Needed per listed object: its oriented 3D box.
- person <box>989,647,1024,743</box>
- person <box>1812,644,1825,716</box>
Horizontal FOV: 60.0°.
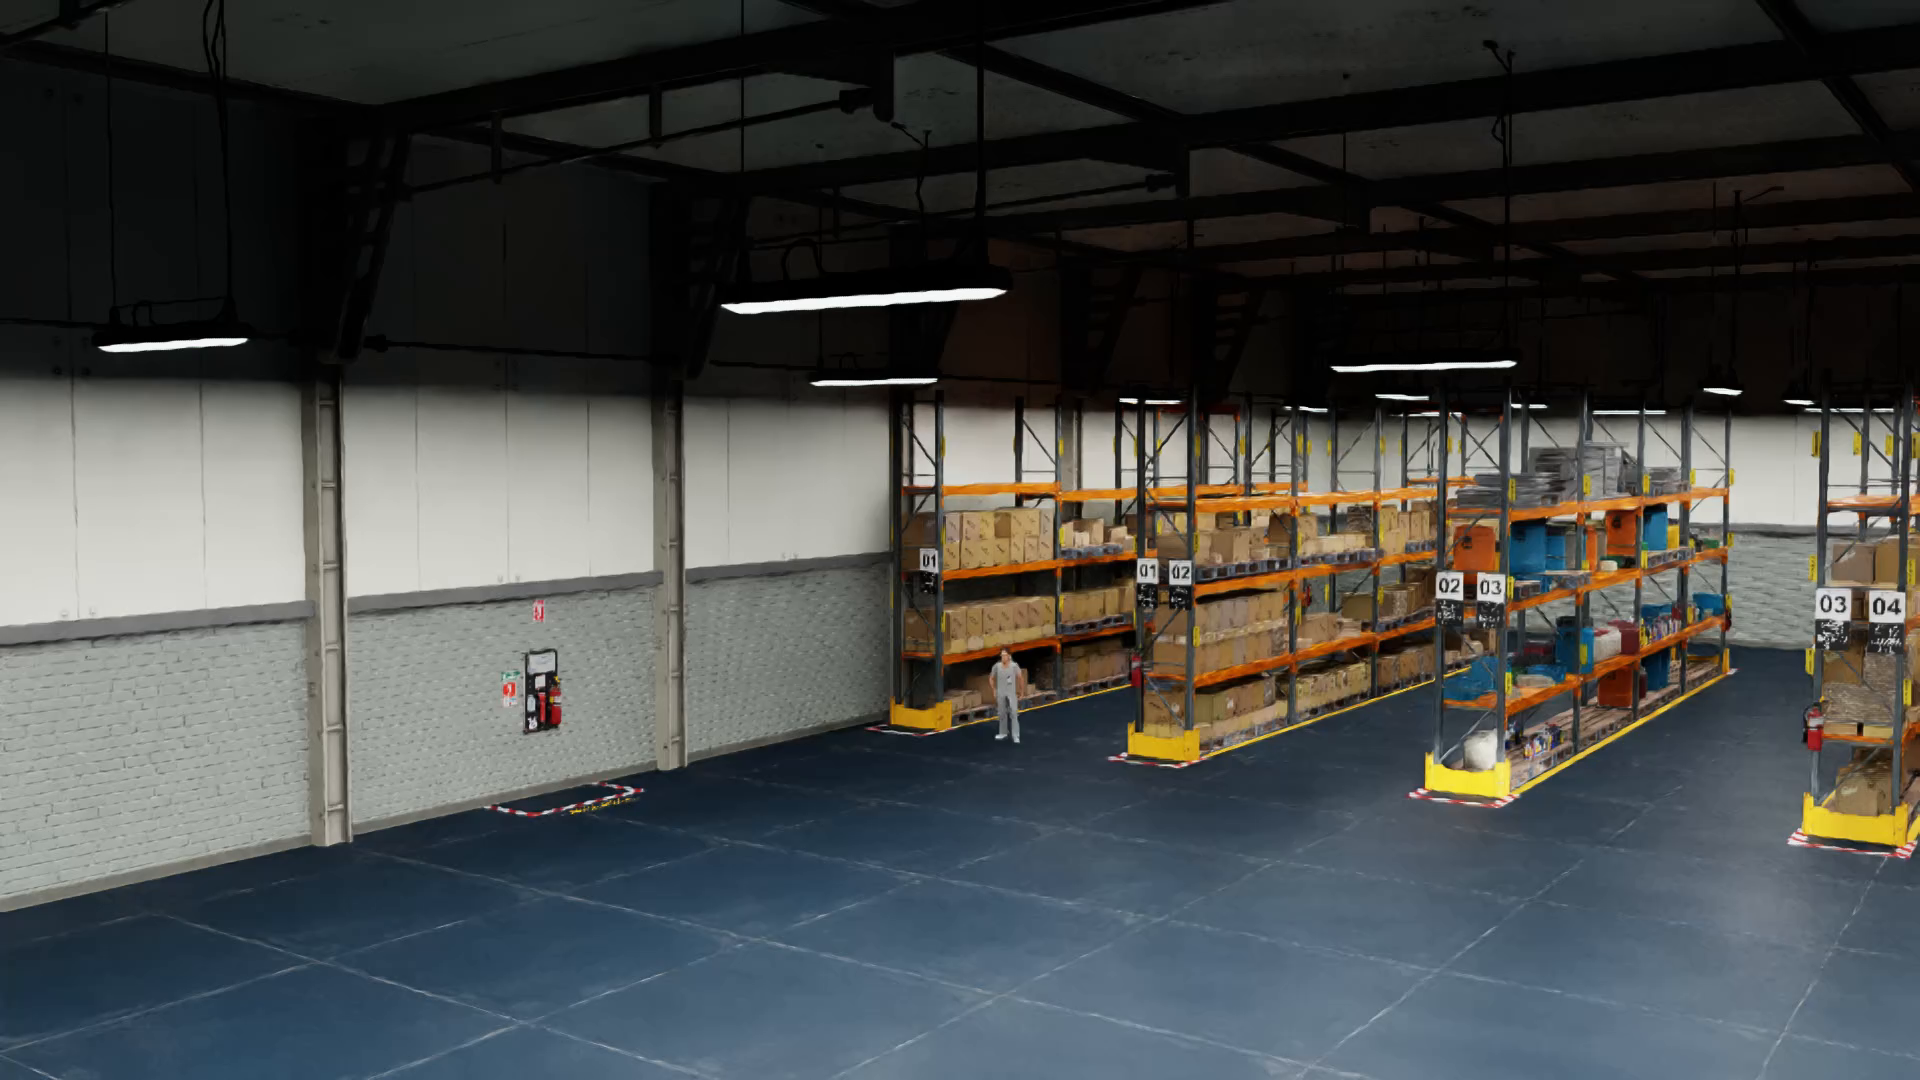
[{"bbox_3d":[0.803,2.604,28.168,0.592,1.613,0.774,1,3,14],"label":"person"},{"bbox_3d":[15.793,2.431,30.266,0.598,1.698,1.194,2,4,37],"label":"person"}]
